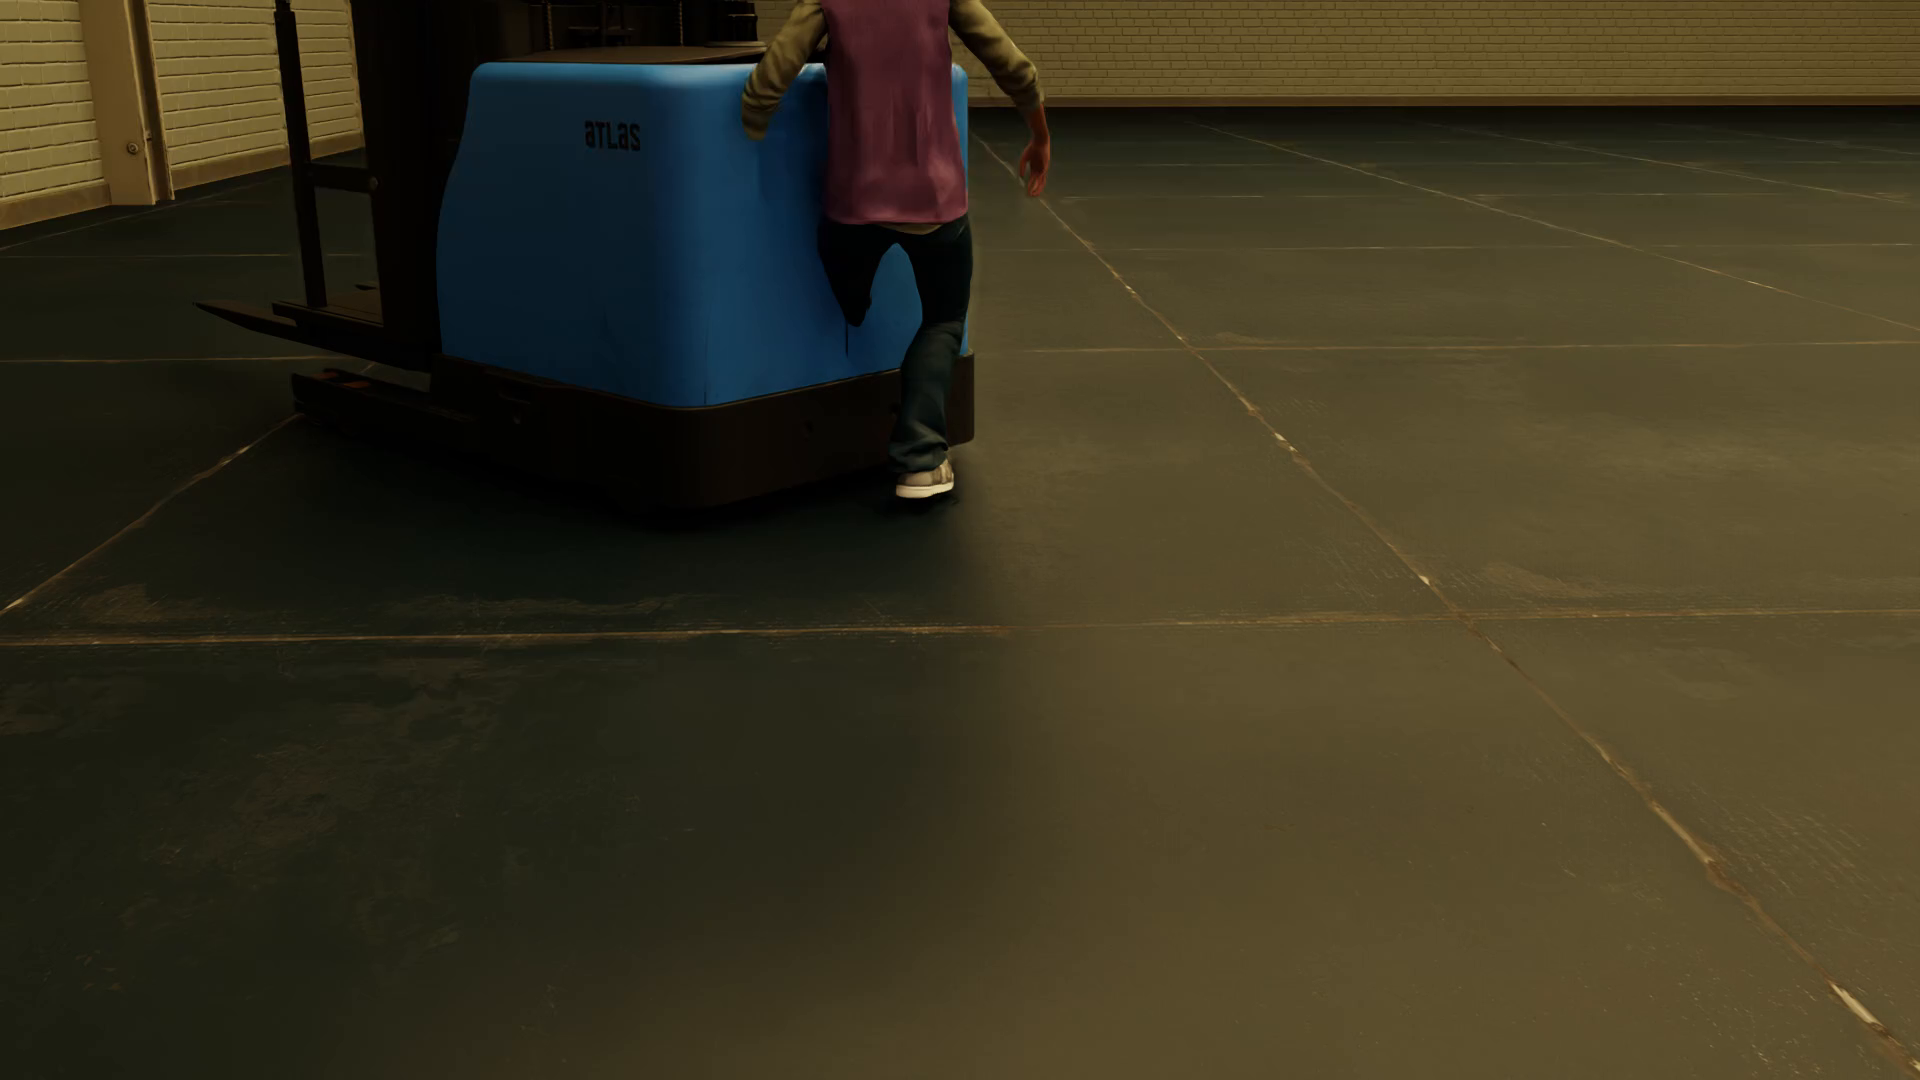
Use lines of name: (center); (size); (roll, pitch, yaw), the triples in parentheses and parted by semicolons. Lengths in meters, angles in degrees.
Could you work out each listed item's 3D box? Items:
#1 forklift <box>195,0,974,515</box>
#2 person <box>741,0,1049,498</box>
forklift: (-1.386, -1.806, 4.813); (3.031, 2.935, 1.130); (15, 23, 40)
person: (-0.165, -0.860, 4.137); (0.754, 1.509, 0.737); (-1, 17, -3)
